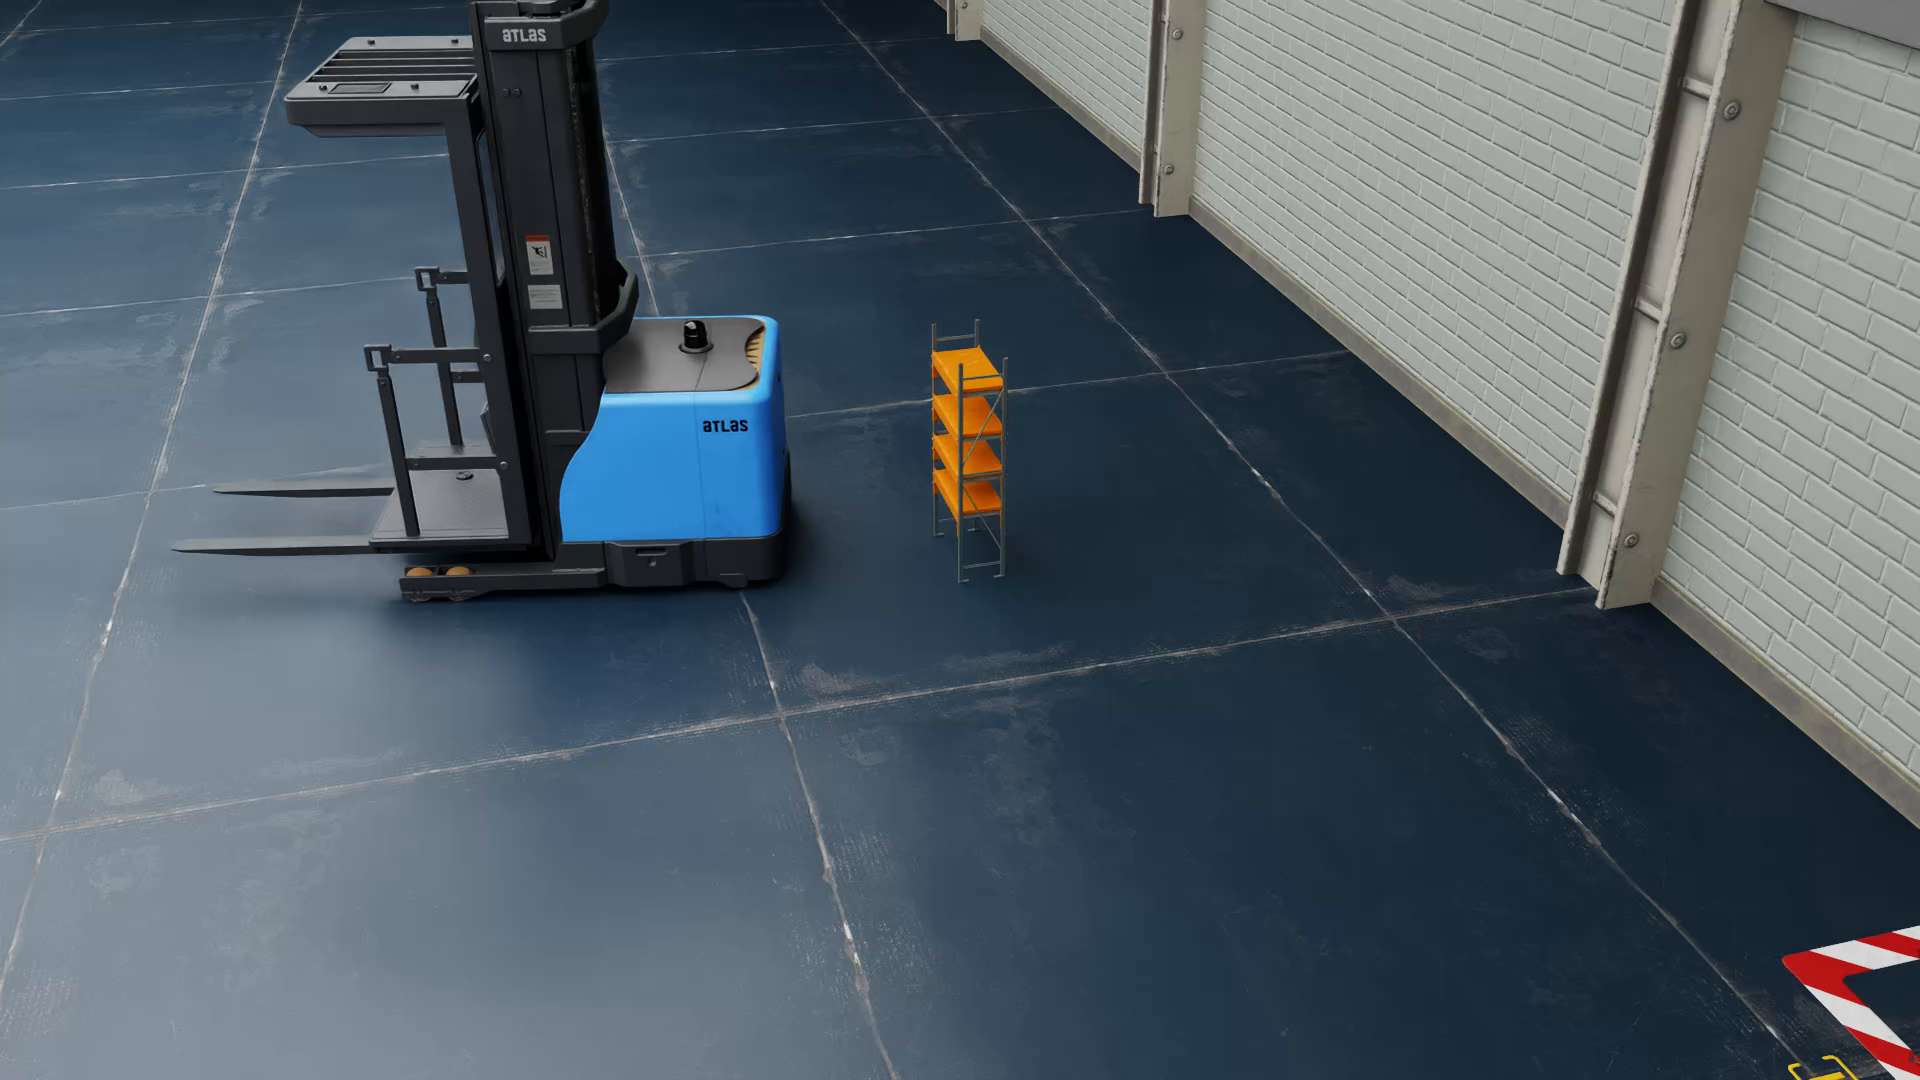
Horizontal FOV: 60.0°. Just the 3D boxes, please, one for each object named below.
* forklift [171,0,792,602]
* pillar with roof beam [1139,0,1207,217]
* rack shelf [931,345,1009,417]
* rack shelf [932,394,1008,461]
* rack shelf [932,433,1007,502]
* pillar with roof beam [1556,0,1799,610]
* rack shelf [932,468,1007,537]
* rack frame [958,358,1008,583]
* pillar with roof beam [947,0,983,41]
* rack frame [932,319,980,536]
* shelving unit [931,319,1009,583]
[{"bbox_3d":[-2.413,-1.235,7.958,3.031,2.935,1.130,-1,30,-2],"label":"forklift"},{"bbox_3d":[-2.502,-5.994,10.123,9.100,9.000,0.400,-8,31,-13],"label":"pillar with roof beam"},{"bbox_3d":[0.044,-0.779,8.114,0.258,0.148,0.480,-8,31,-13],"label":"rack shelf"},{"bbox_3d":[0.044,-0.575,8.233,0.258,0.148,0.480,-8,31,-13],"label":"rack shelf"},{"bbox_3d":[0.044,-0.381,8.345,0.258,0.148,0.480,-8,31,-13],"label":"rack shelf"},{"bbox_3d":[-0.909,-3.096,5.116,9.100,9.000,0.400,-8,31,-13],"label":"pillar with roof beam"},{"bbox_3d":[0.044,-0.209,8.444,0.258,0.148,0.480,-8,31,-13],"label":"rack shelf"},{"bbox_3d":[0.109,-0.321,8.108,0.240,1.200,0.015,-8,31,-13],"label":"rack frame"},{"bbox_3d":[-4.094,-8.892,15.129,9.100,9.000,0.400,-8,31,-13],"label":"pillar with roof beam"},{"bbox_3d":[-0.021,-0.557,8.515,0.240,1.200,0.015,-8,31,-13],"label":"rack frame"},{"bbox_3d":[0.044,-0.439,8.311,0.258,1.200,0.503,-8,31,-13],"label":"shelving unit"}]
